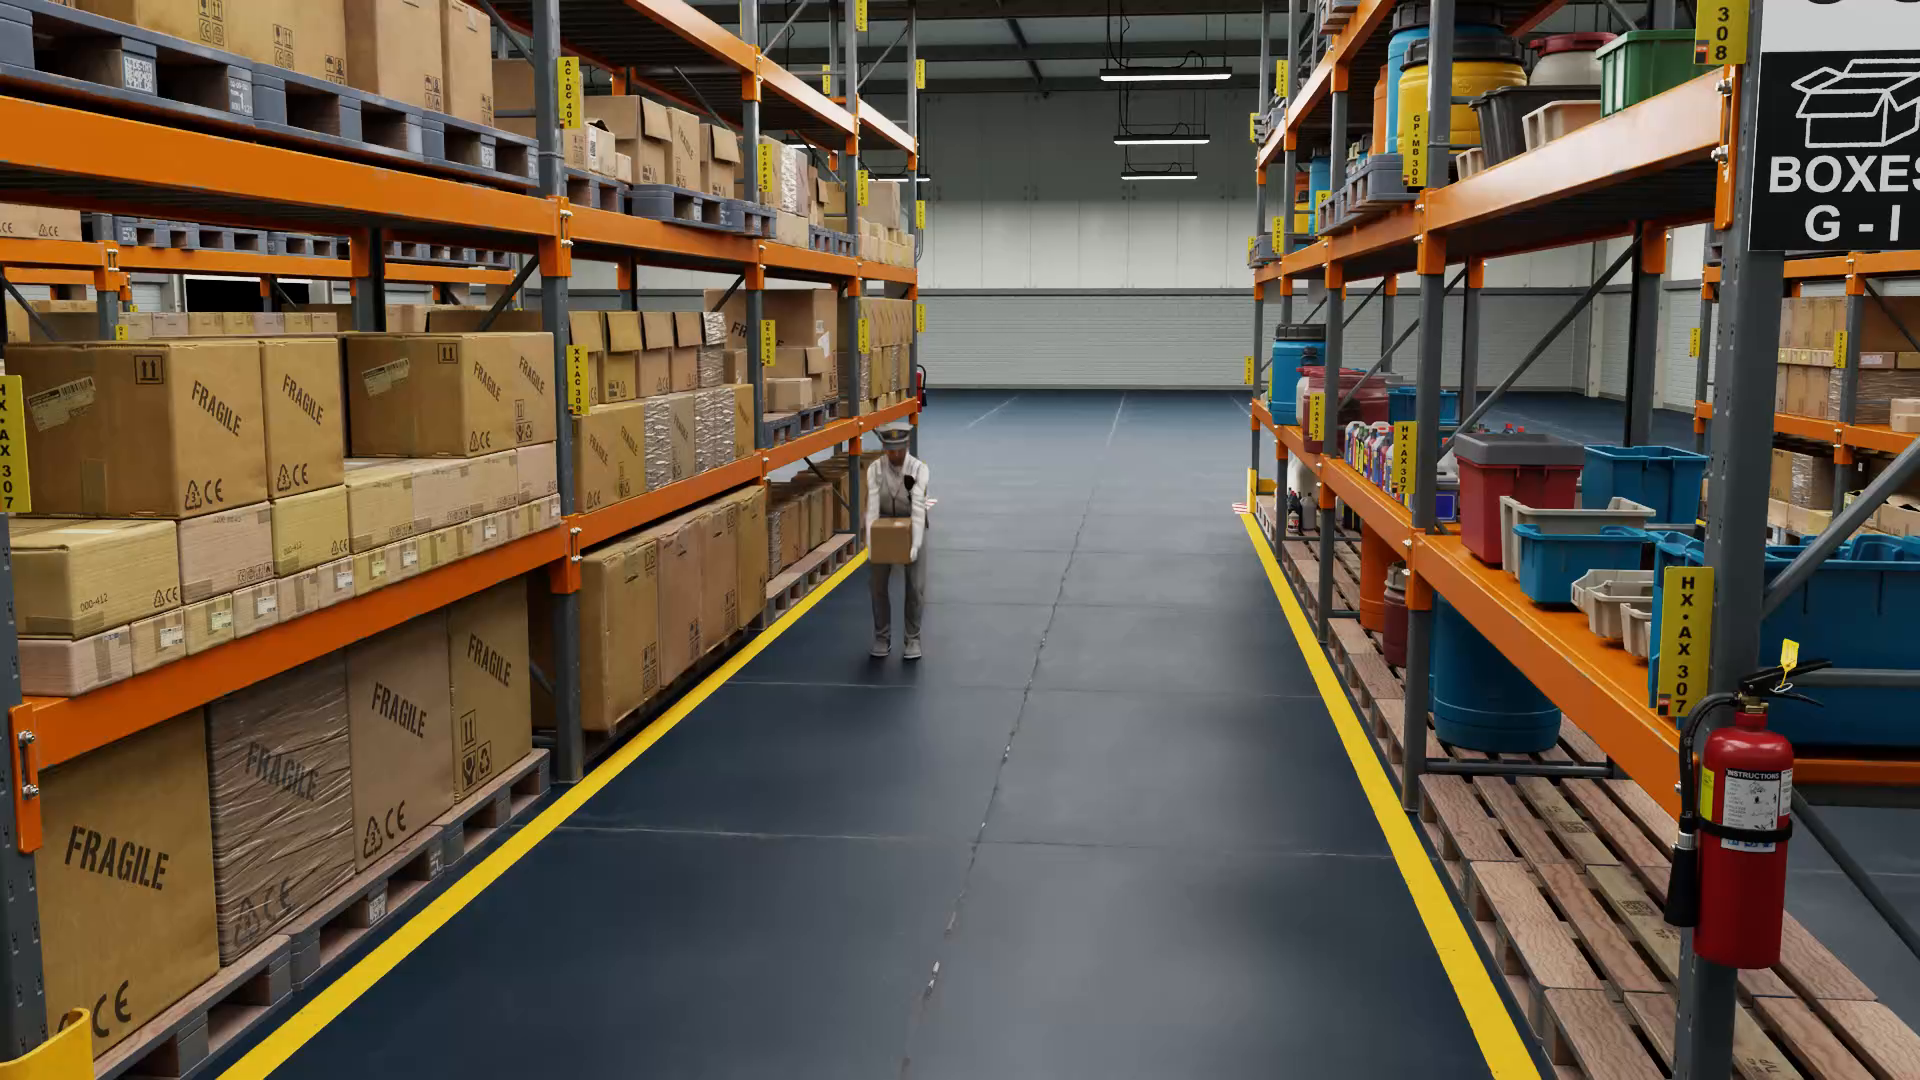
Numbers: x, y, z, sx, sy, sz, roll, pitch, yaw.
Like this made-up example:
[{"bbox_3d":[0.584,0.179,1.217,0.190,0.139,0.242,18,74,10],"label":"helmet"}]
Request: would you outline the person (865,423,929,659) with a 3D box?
[{"bbox_3d":[-0.409,0.004,11.097,0.413,1.584,0.588,1,8,5],"label":"person"}]
